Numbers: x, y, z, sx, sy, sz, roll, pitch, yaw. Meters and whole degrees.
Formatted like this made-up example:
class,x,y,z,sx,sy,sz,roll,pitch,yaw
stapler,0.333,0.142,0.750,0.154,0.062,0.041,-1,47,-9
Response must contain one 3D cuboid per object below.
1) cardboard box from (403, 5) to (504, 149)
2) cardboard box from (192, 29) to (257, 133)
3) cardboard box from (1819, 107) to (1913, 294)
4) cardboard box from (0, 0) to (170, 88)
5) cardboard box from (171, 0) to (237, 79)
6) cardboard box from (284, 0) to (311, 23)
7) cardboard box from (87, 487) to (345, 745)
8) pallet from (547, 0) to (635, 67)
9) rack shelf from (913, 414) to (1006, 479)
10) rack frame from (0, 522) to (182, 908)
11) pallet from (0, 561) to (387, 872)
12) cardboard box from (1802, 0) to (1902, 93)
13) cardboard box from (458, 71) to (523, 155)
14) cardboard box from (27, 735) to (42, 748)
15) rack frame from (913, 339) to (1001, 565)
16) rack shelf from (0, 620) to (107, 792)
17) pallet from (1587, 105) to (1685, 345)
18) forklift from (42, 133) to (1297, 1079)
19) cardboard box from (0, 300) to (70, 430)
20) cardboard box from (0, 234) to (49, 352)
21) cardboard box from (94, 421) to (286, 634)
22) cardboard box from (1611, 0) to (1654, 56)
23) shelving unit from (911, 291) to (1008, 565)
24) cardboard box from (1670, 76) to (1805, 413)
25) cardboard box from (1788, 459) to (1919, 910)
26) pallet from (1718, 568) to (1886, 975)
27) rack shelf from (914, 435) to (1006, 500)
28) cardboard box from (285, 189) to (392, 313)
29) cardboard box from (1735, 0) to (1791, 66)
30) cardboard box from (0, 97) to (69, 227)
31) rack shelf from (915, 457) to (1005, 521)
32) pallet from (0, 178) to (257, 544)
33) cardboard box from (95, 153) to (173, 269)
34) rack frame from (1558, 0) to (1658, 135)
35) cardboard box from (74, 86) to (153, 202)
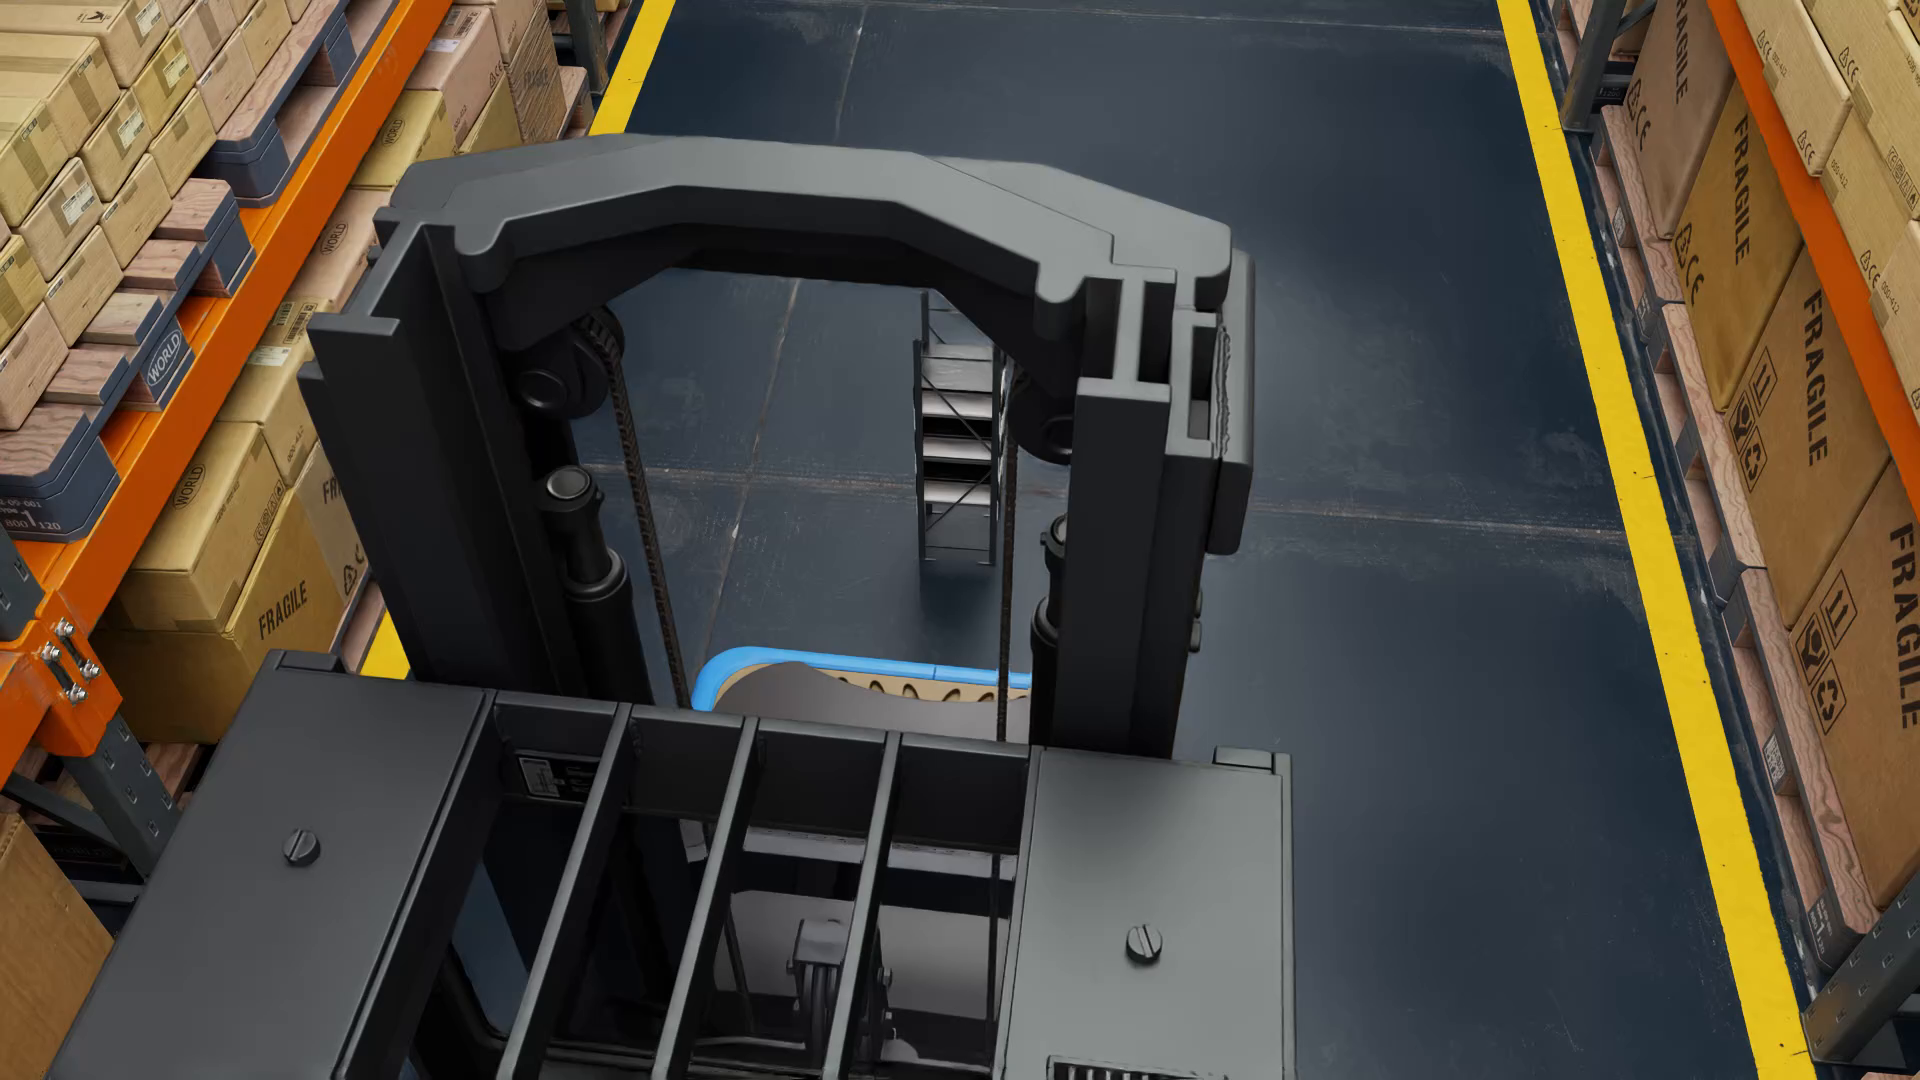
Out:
class,x,y,z,sx,sy,sz,roll,pitch,yaw
cardboard box,-1.860,-1.550,5.536,0.500,0.250,0.500,6,48,5
cardboard box,-2.013,-1.162,4.166,0.380,0.149,0.250,5,48,5
cardboard box,2.471,-0.826,4.074,0.500,0.250,0.500,3,48,3
cardboard box,-2.040,-1.157,3.758,0.380,0.149,0.250,2,48,2
cardboard box,-2.014,-1.264,4.057,0.380,0.149,0.250,4,48,4
cardboard box,-1.962,-1.538,4.510,0.380,0.149,0.250,2,48,2
cardboard box,-2.030,0.199,4.445,0.500,0.500,0.500,2,48,2
pallet,-1.958,-2.495,7.389,1.003,0.211,1.213,4,48,4
rack shelf,0.001,-0.287,4.948,0.258,0.077,0.200,4,48,4
rack frame,-2.348,-0.001,3.218,1.000,3.000,0.127,4,48,4
pallet,-2.275,0.366,4.772,1.003,0.211,1.213,4,48,4
cardboard box,2.498,-1.369,4.232,0.500,0.250,0.500,3,48,2
cardboard box,-1.847,-1.300,5.816,0.500,0.500,0.500,3,48,3
cardboard box,-2.548,0.200,4.444,0.500,0.500,0.500,4,48,3
rack frame,-0.009,-0.235,4.855,0.240,0.900,0.006,4,48,4
rack shelf,-2.530,1.712,2.139,1.077,0.370,4.000,4,48,4
pallet,2.960,-1.168,6.175,1.003,0.211,1.213,4,48,4
forklift,-0.239,1.082,2.274,1.130,2.935,3.031,5,48,5
cardboard box,-2.106,-0.373,3.444,0.380,0.149,0.250,3,48,3
cardboard box,-2.104,-0.499,3.358,0.380,0.149,0.250,6,48,5
cardboard box,-2.044,-0.042,4.157,0.500,0.250,0.500,2,48,2
cardboard box,3.119,-2.412,6.875,0.875,0.438,0.875,3,48,3
shelving unit,0.001,-0.310,4.923,0.258,0.900,0.210,4,48,4
cardboard box,2.904,-0.981,5.269,0.875,0.875,0.875,5,48,5
cardboard box,2.736,0.331,4.069,0.875,0.875,0.875,3,48,3
pallet,2.738,0.625,4.535,1.003,0.211,1.213,4,48,4
rack shelf,0.001,-0.226,5.014,0.258,0.077,0.200,4,48,4
cardboard box,-1.940,-0.778,4.830,0.500,0.250,0.500,4,48,4
cardboard box,2.544,-1.569,4.754,0.500,0.250,0.500,4,48,3
cardboard box,-2.091,-0.783,3.415,0.380,0.149,0.250,3,48,2
rack shelf,0.001,-0.166,5.081,0.258,0.077,0.200,4,48,4
pallet,-2.389,-0.467,3.774,1.213,0.211,1.003,4,48,4
cardboard box,-2.058,-0.768,3.805,0.380,0.149,0.250,6,48,5
rack frame,2.955,-2.681,5.670,1.000,3.000,0.127,4,48,4
cardboard box,-2.060,-0.895,3.720,0.380,0.149,0.250,3,48,2
